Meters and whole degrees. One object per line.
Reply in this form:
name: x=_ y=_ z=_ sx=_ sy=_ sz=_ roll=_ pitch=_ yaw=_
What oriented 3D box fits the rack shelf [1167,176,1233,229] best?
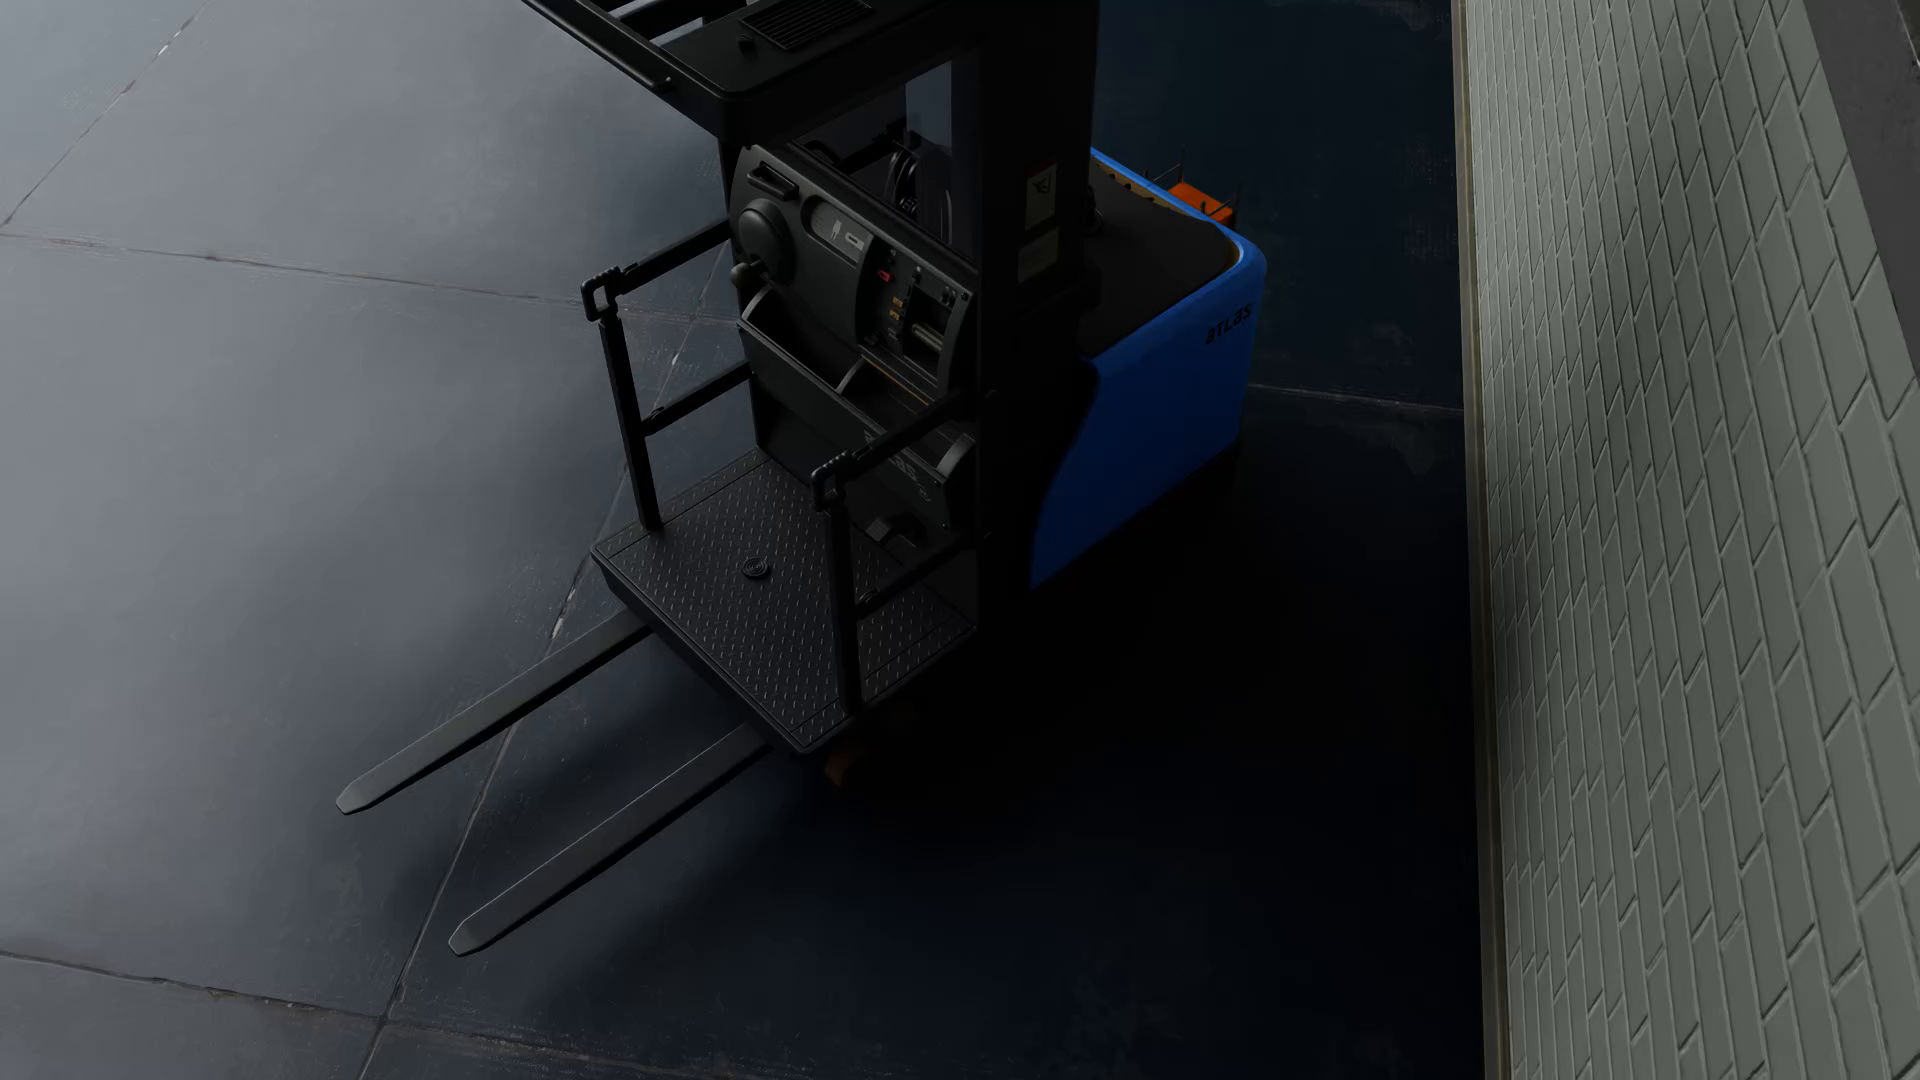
rack shelf: x=0.760 y=-1.024 z=5.596 sx=0.215 sy=0.259 sz=0.240 roll=-36 pitch=57 yaw=-27

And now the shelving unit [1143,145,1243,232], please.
shelving unit: x=0.761 y=-0.842 z=5.800 sx=0.215 sy=1.050 sz=0.252 roll=-36 pitch=57 yaw=-27

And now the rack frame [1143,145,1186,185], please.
rack frame: x=0.677 y=-0.907 z=5.859 sx=0.200 sy=1.050 sz=0.008 roll=-36 pitch=57 yaw=-27

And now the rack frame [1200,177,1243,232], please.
rack frame: x=0.846 y=-0.776 z=5.741 sx=0.200 sy=1.050 sz=0.008 roll=-36 pitch=57 yaw=-27

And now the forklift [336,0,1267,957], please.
forklift: x=-0.460 y=-0.662 z=4.374 sx=3.031 sy=2.935 sz=1.130 roll=-35 pitch=57 yaw=-27
